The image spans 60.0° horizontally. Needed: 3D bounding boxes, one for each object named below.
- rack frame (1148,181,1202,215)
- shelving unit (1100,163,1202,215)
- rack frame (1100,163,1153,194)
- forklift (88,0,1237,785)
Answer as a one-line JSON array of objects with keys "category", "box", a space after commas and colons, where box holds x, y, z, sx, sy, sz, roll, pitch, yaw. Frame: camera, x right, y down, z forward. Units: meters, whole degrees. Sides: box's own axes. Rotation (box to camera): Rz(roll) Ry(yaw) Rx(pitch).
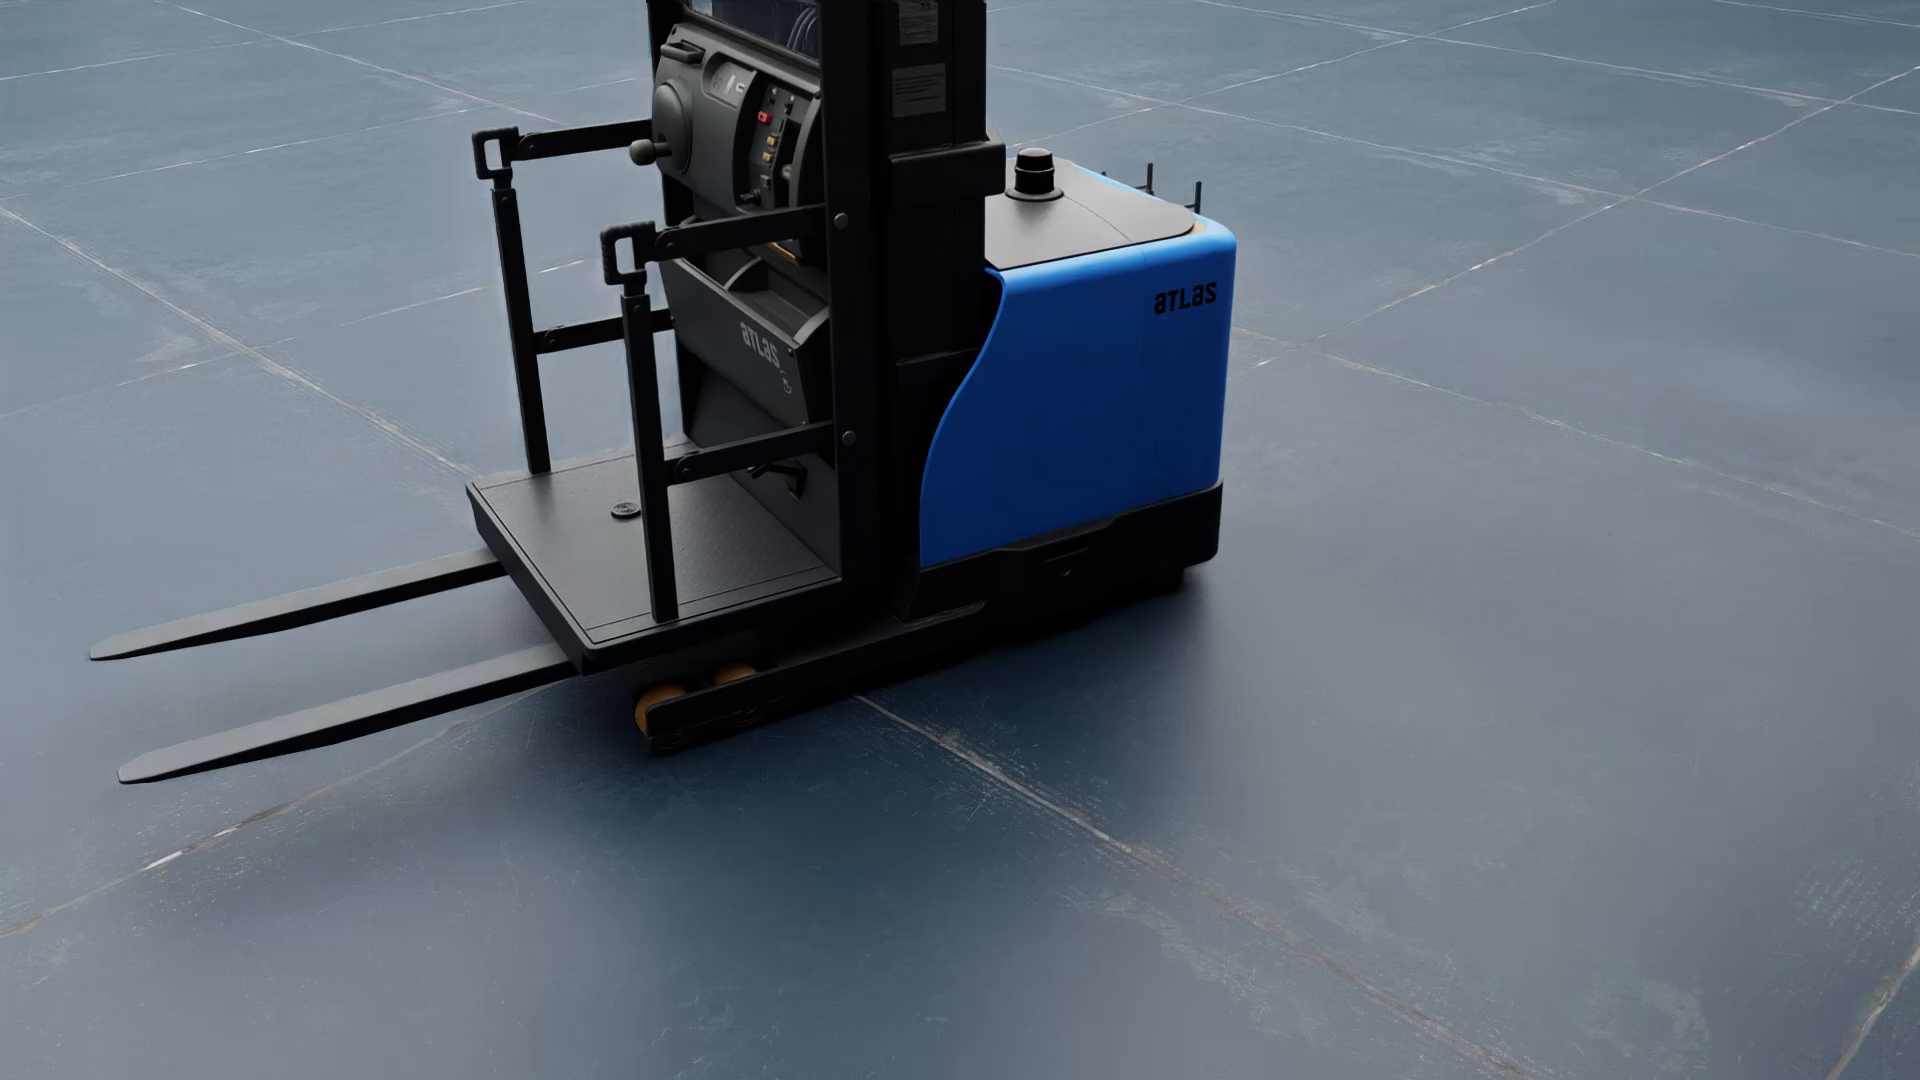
[{"category": "rack frame", "box": [0.651, -0.607, 5.275, 0.200, 1.050, 0.008, -16, 32, -27]}, {"category": "shelving unit", "box": [0.588, -0.655, 5.368, 0.215, 1.050, 0.252, -16, 32, -27]}, {"category": "rack frame", "box": [0.524, -0.704, 5.460, 0.200, 1.050, 0.008, -16, 32, -27]}, {"category": "forklift", "box": [-0.750, -1.045, 4.089, 3.031, 2.935, 1.130, -15, 31, -27]}]
